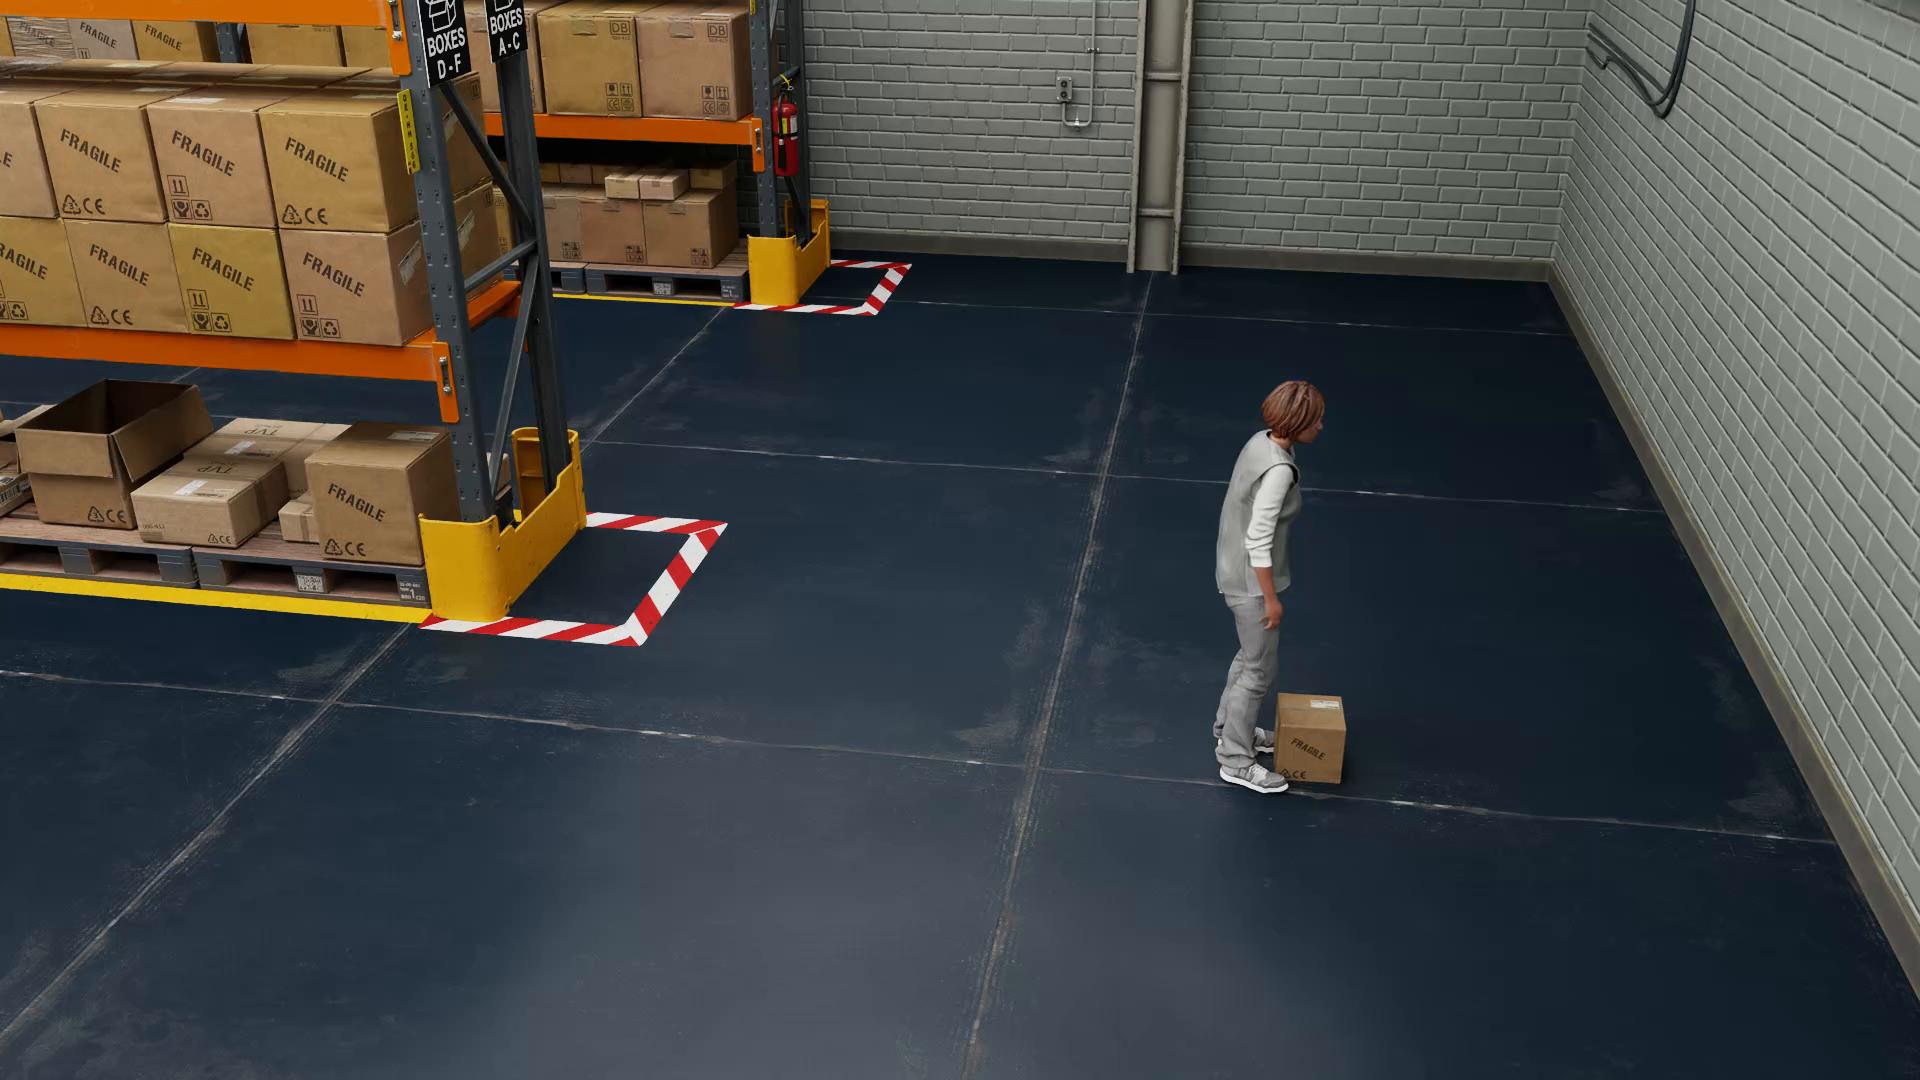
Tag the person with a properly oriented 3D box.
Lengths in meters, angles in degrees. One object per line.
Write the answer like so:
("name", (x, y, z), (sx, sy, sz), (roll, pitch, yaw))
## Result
("person", (1.141, 0.158, 6.286), (0.349, 1.593, 0.474), (4, 26, 7))
